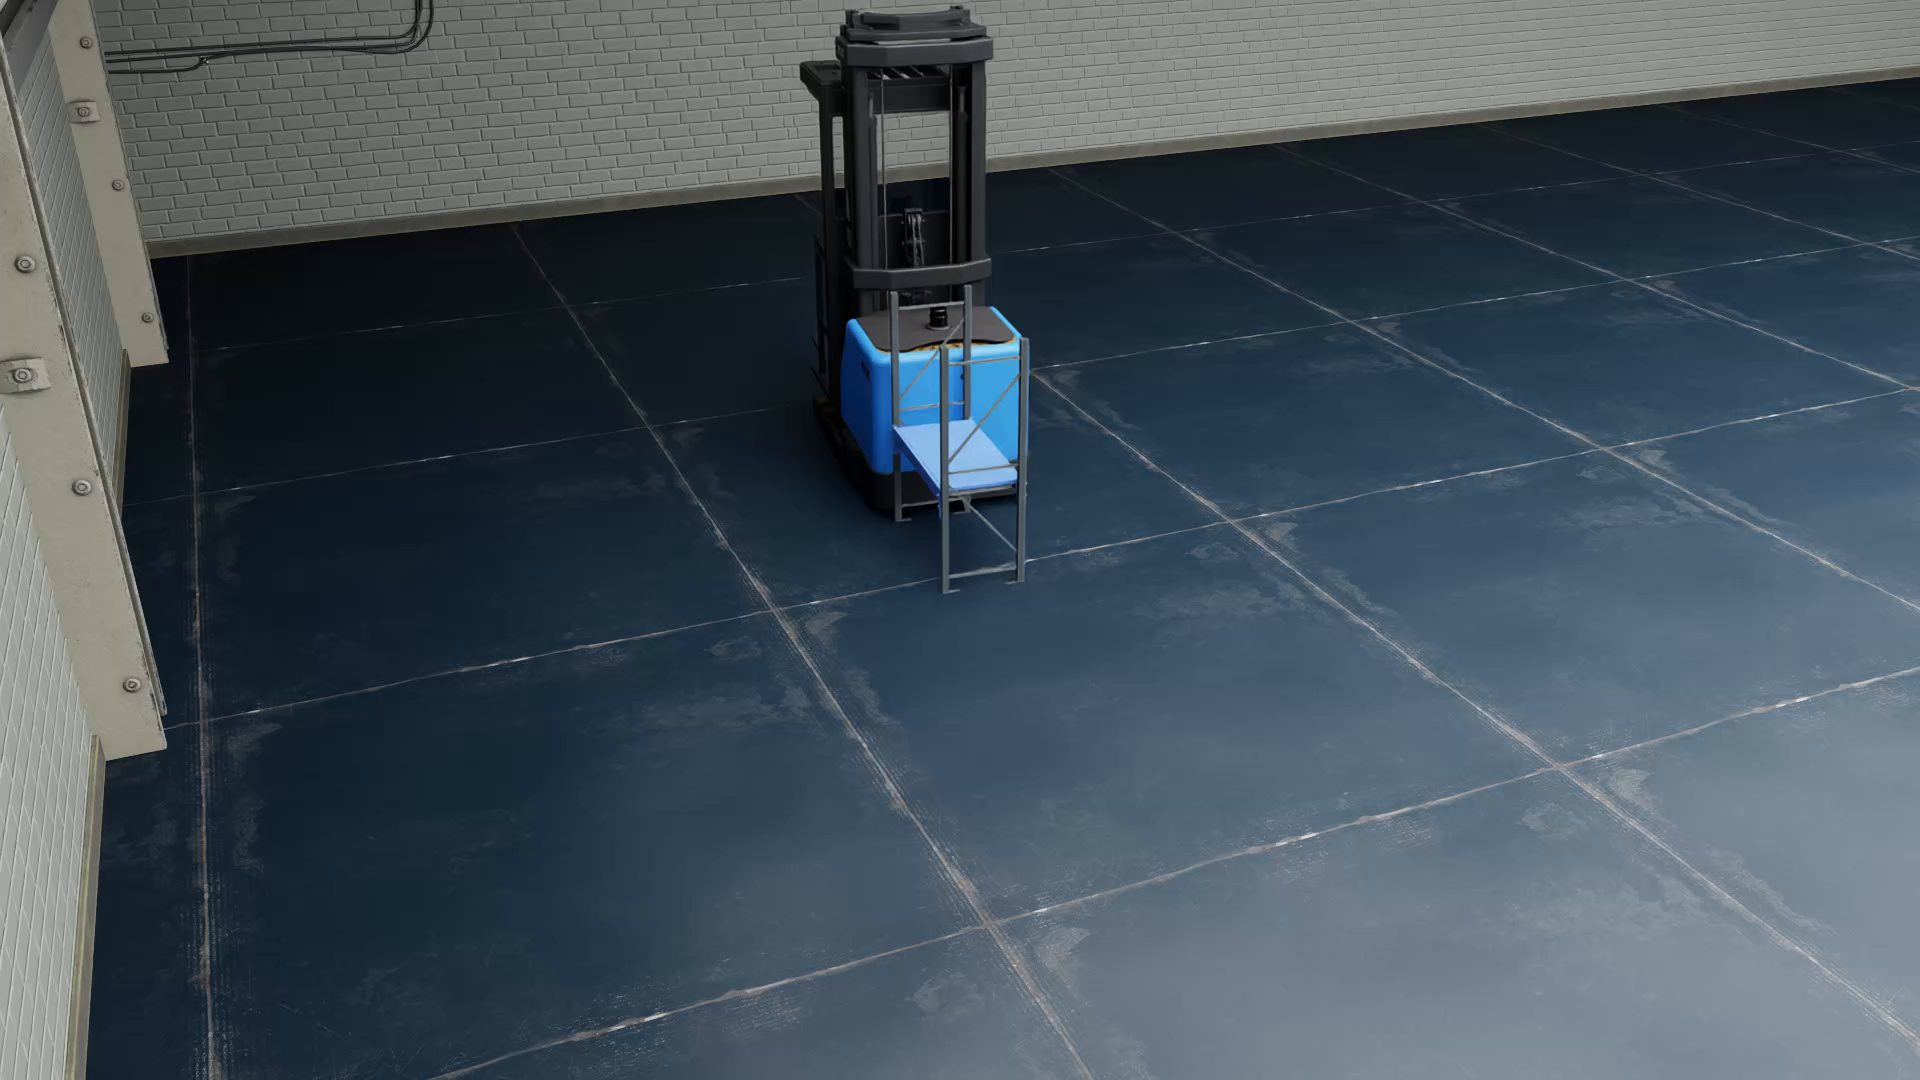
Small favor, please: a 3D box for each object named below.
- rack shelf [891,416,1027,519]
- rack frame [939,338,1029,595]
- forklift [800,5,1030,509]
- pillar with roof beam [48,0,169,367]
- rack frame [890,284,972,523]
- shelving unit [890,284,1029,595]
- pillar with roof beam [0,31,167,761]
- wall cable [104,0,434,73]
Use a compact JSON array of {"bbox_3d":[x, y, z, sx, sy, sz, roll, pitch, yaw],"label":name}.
[{"bbox_3d":[-0.021,-0.446,9.863,0.538,0.185,1.000,-8,27,-16],"label":"rack shelf"},{"bbox_3d":[0.132,-0.395,9.349,0.500,1.500,0.032,-8,27,-16],"label":"rack frame"},{"bbox_3d":[-0.434,-2.139,11.290,1.130,2.935,3.031,-7,27,-14],"label":"forklift"},{"bbox_3d":[-2.500,-6.236,12.766,9.100,9.000,0.400,-11,28,-21],"label":"pillar with roof beam"},{"bbox_3d":[-0.173,-0.820,10.220,0.500,1.500,0.032,-8,27,-16],"label":"rack frame"},{"bbox_3d":[-0.021,-0.607,9.785,0.538,1.500,1.048,-8,27,-16],"label":"shelving unit"},{"bbox_3d":[-0.150,-3.814,7.805,9.100,9.000,0.400,-11,28,-21],"label":"pillar with roof beam"},{"bbox_3d":[-6.398,-5.518,14.833,3.097,2.526,0.112,-11,28,-21],"label":"wall cable"}]
